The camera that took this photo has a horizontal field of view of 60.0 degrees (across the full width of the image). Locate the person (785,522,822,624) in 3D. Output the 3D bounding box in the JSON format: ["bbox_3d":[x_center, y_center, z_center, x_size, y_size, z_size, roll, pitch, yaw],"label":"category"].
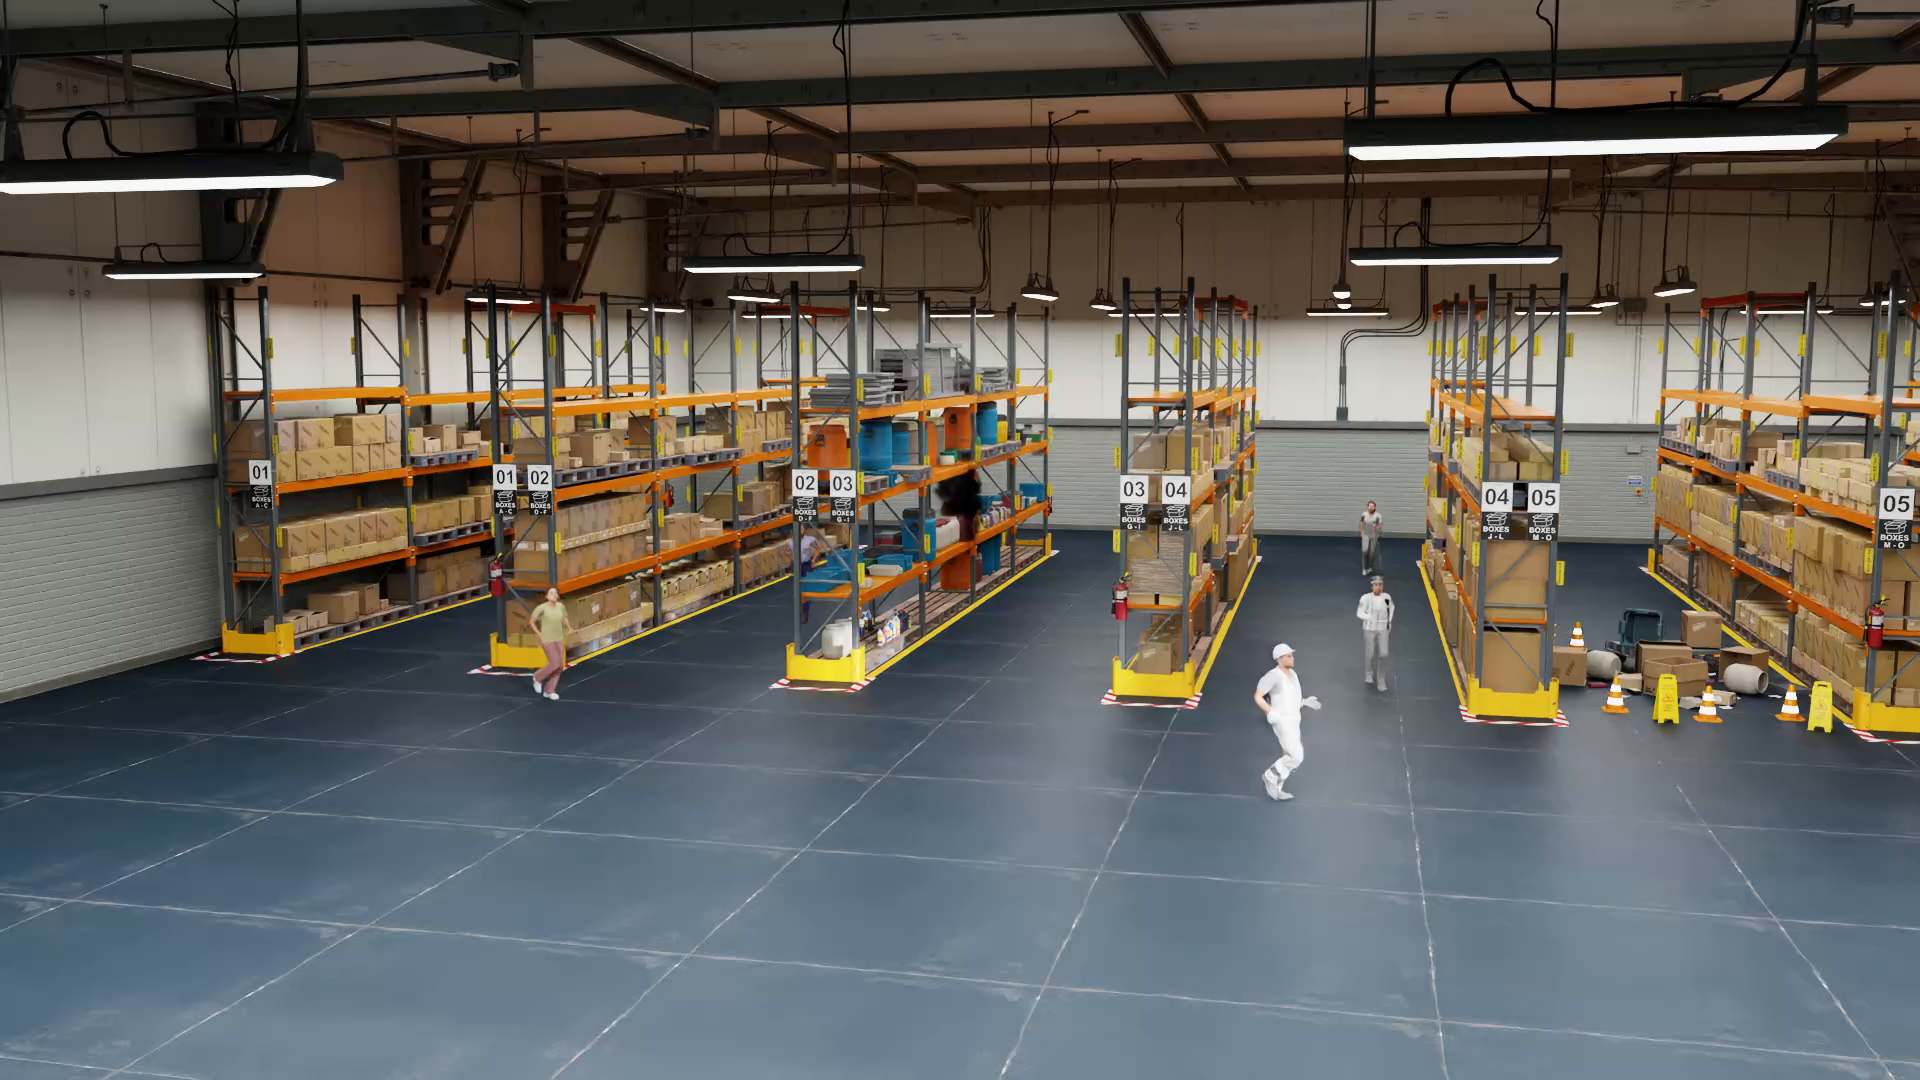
[{"bbox_3d":[-2.776,0.571,29.183,0.584,1.758,0.678,1,7,13],"label":"person"}]

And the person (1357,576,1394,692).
[{"bbox_3d":[6.126,1.364,24.512,0.556,1.720,0.770,1,7,9],"label":"person"}]

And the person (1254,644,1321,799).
[{"bbox_3d":[3.639,2.020,18.357,0.581,1.741,0.644,5,8,38],"label":"person"}]

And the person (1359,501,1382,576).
[{"bbox_3d":[9.090,-0.038,36.845,0.492,1.678,0.803,1,7,12],"label":"person"}]

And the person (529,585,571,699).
[{"bbox_3d":[-5.845,1.469,23.875,0.568,1.621,0.570,6,9,41],"label":"person"}]
